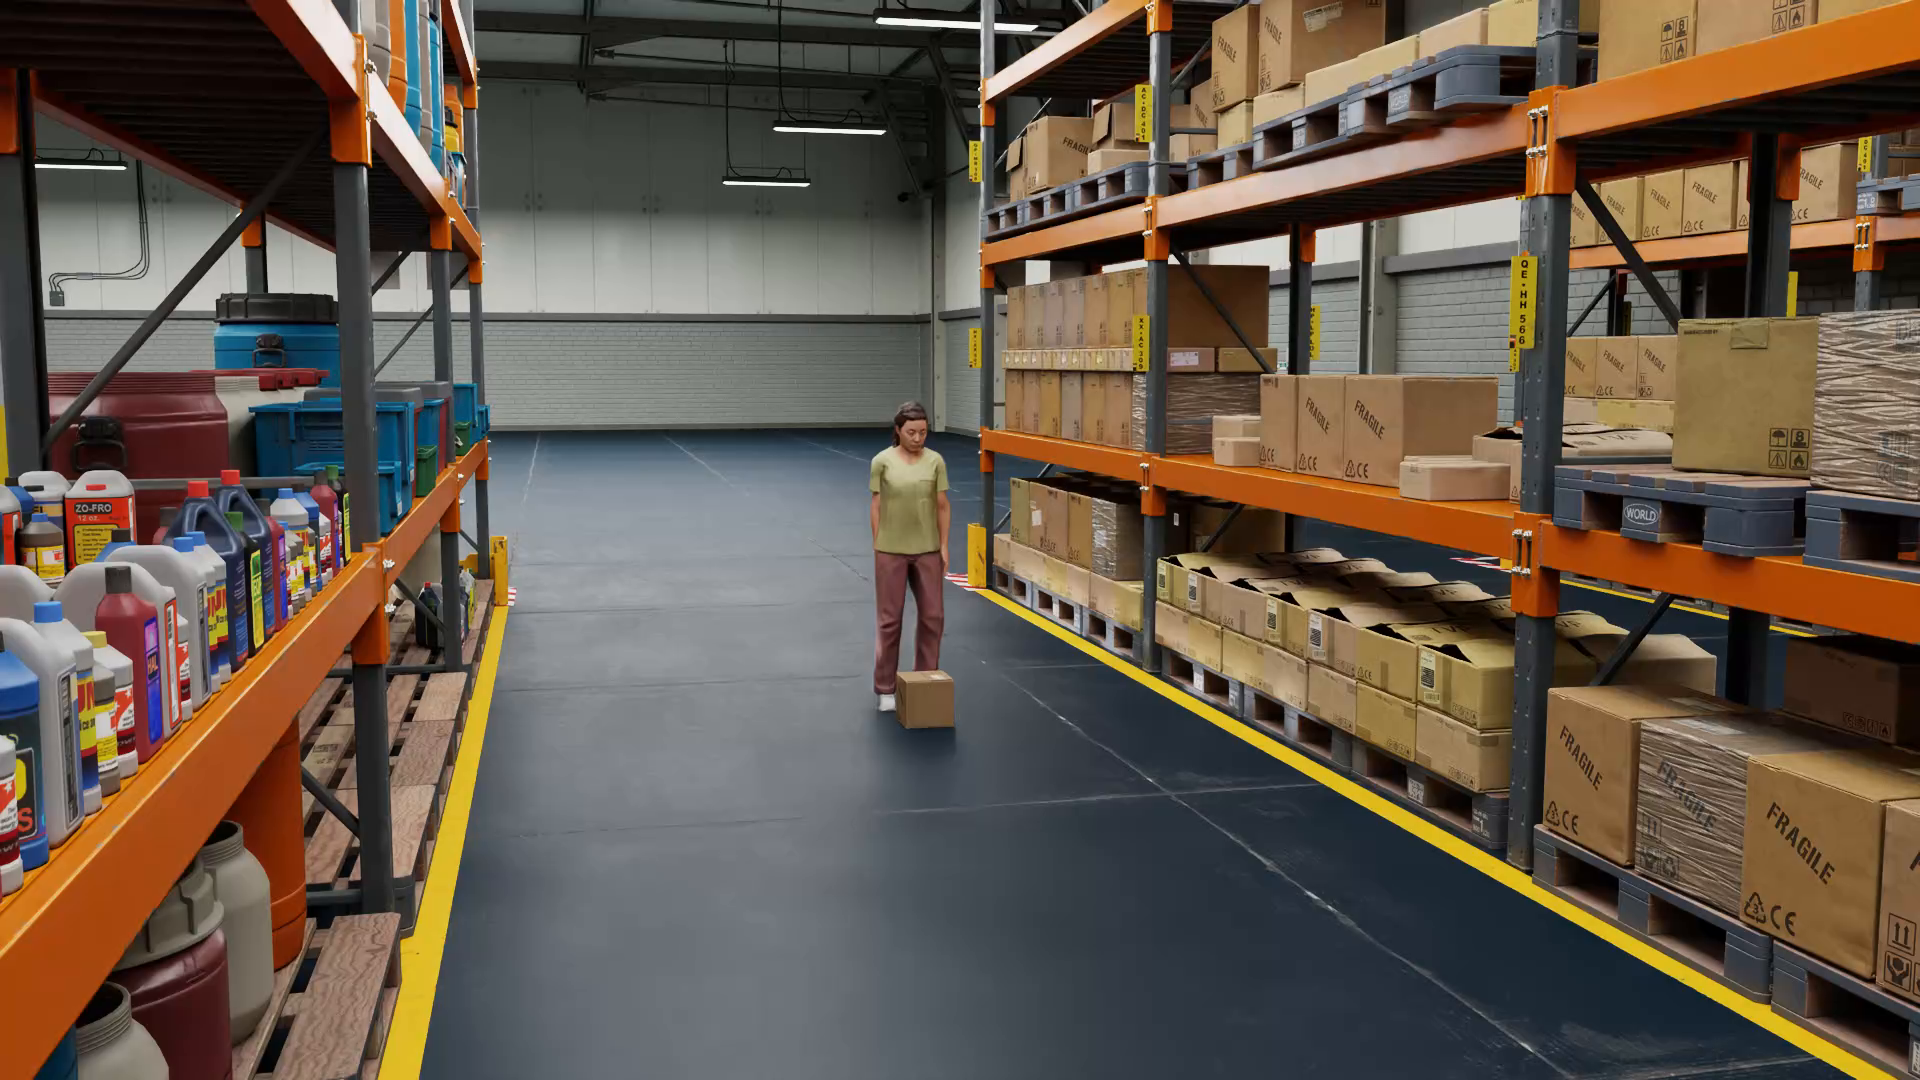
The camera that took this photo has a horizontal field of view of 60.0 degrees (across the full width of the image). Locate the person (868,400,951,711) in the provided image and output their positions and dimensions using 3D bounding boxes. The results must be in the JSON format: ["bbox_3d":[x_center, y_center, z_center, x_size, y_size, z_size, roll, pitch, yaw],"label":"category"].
[{"bbox_3d":[-0.267,0.078,9.012,0.450,1.672,0.359,-1,6,-13],"label":"person"}]
